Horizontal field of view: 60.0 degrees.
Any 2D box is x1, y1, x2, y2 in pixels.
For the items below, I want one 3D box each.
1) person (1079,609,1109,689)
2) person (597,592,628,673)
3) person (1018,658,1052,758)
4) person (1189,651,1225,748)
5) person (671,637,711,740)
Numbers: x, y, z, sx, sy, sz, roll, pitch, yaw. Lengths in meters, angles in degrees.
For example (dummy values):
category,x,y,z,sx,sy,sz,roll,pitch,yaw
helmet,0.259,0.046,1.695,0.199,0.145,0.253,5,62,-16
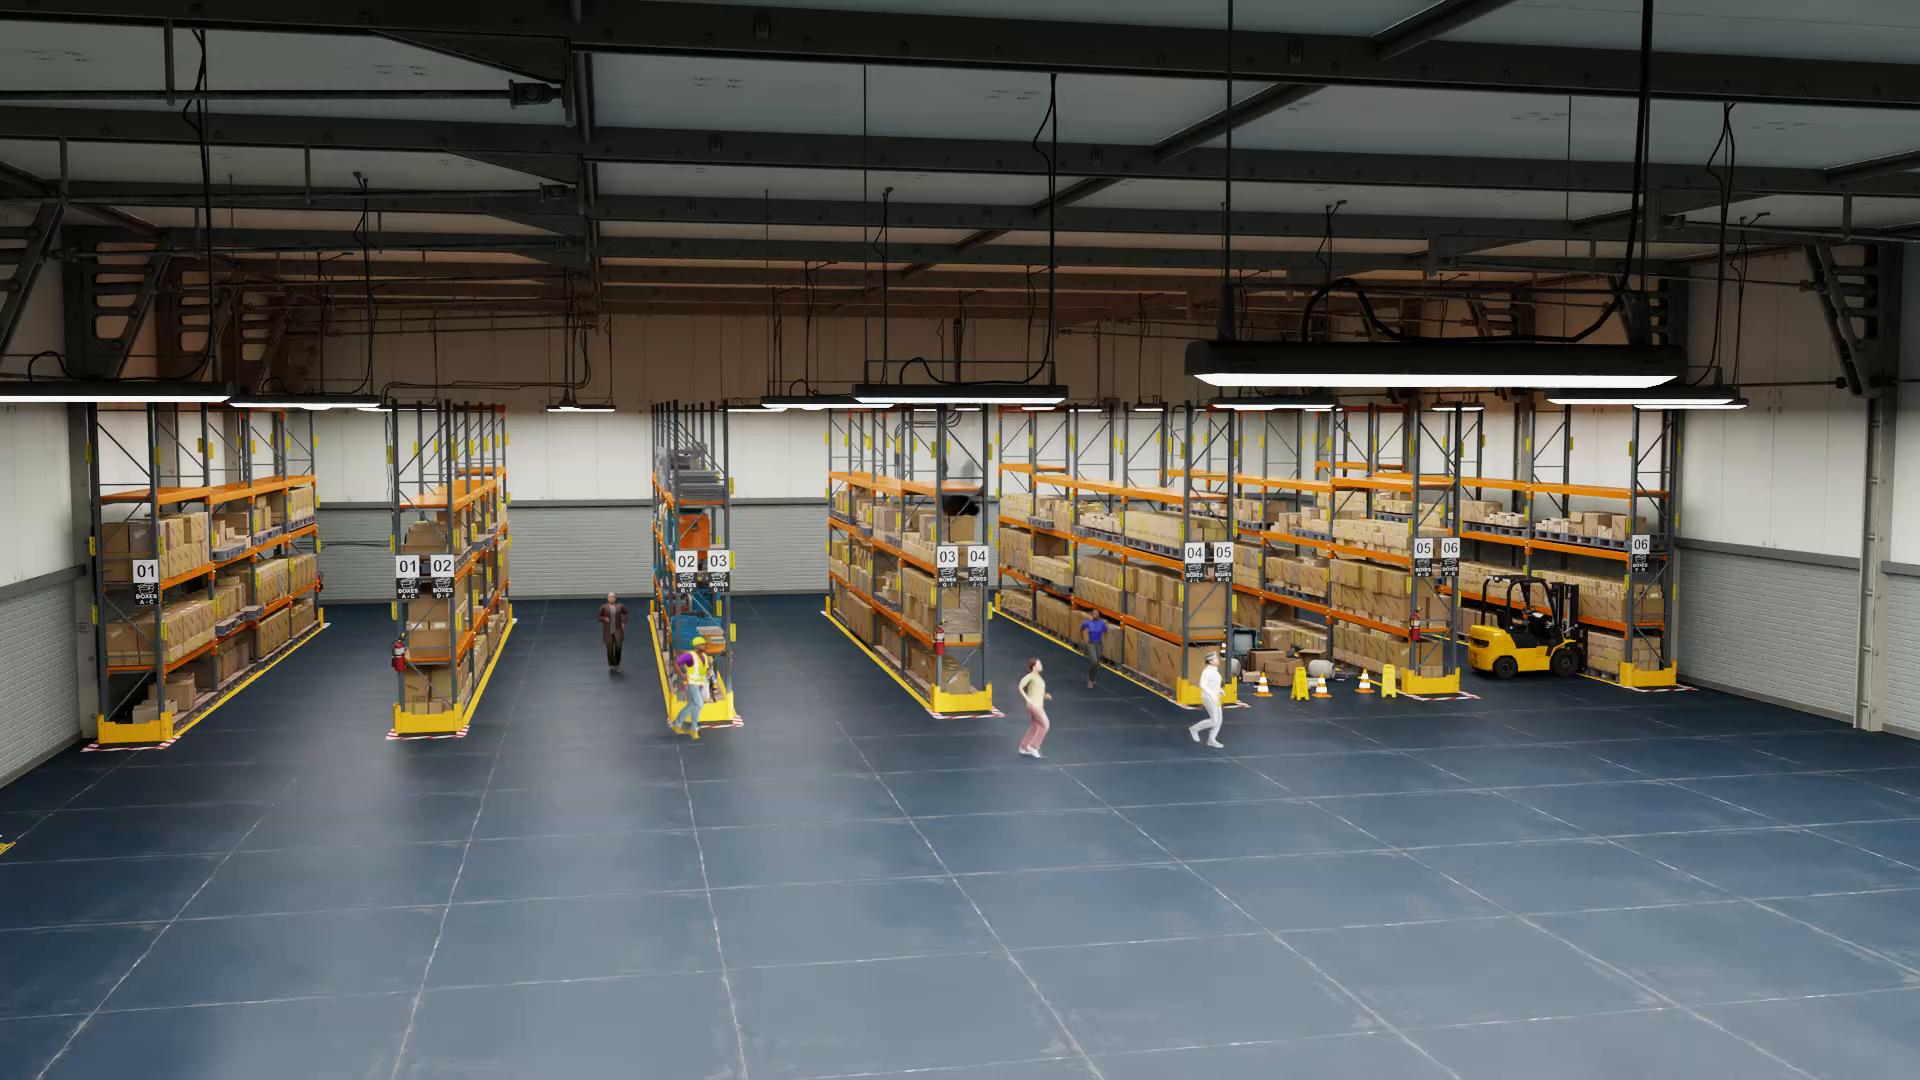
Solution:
category,x,y,z,sx,sy,sz,roll,pitch,yaw
person,2.845,2.278,34.906,0.571,1.693,0.718,-1,5,-17
person,-7.694,2.068,36.910,0.687,1.805,0.733,-1,4,-13
person,1.252,2.813,27.801,0.567,1.695,0.578,2,5,19
person,4.285,2.734,28.745,0.579,1.676,0.642,2,5,24
person,-4.779,2.629,29.688,0.702,1.809,0.720,2,5,24
